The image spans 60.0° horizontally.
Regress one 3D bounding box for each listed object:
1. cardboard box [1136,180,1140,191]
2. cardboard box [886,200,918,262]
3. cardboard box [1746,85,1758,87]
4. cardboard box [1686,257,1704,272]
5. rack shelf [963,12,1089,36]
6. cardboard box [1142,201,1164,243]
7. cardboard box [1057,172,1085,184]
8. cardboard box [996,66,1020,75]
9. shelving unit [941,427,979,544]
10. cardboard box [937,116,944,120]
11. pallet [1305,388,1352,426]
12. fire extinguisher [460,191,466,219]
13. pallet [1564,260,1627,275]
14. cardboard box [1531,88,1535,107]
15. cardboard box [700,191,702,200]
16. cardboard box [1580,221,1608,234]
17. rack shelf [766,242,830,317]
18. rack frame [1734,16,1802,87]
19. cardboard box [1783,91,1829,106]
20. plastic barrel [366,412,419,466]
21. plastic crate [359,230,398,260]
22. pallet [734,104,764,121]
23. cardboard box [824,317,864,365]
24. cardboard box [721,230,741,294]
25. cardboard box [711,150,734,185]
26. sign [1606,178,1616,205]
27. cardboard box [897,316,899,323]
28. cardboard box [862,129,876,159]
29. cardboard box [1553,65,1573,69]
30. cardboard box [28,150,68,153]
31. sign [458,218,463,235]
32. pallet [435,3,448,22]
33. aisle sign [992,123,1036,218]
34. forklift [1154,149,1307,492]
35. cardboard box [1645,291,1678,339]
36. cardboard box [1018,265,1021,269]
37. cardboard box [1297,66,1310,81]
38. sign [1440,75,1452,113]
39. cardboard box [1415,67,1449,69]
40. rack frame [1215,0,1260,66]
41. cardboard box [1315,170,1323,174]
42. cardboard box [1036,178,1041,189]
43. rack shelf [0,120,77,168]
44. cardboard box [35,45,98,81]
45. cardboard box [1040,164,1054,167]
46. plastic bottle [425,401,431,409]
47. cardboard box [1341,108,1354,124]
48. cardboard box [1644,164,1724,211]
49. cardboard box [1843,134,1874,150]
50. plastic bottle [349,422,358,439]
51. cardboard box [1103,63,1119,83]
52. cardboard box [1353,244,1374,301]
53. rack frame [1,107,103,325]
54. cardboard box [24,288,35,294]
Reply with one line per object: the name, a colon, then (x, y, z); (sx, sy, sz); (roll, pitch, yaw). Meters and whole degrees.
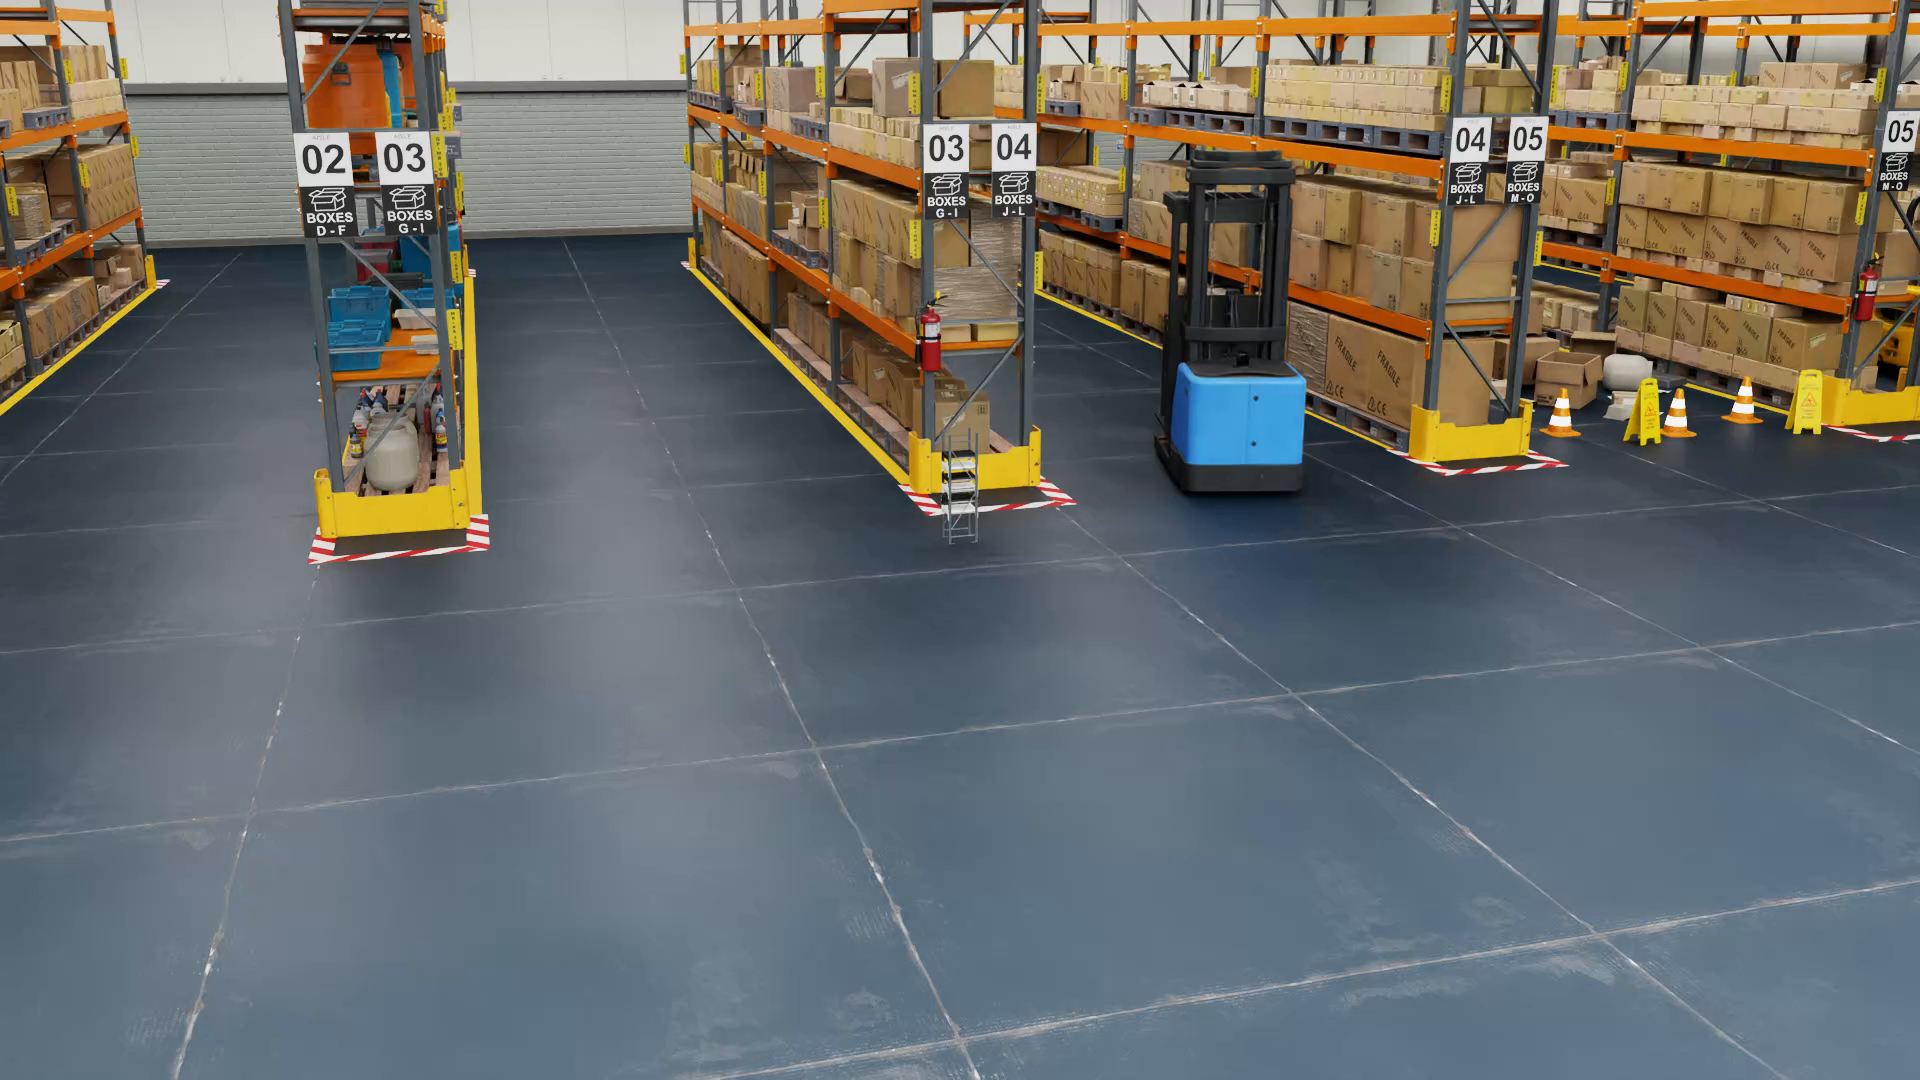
cardboard box: (2.738, -5.073, 23.800); (0.380, 0.149, 0.250); (-5, 17, -17)
cardboard box: (-0.375, -2.853, 15.307); (0.500, 0.500, 0.500); (-5, 17, -15)
cardboard box: (12.062, -6.756, 25.019); (0.380, 0.166, 0.250); (-5, 17, -15)
cardboard box: (8.707, -3.216, 19.380); (0.380, 0.149, 0.250); (-5, 17, -15)
rack shelf: (1.106, -8.677, 27.953); (1.077, 0.370, 4.000); (-5, 17, -15)
cardboard box: (2.762, -4.252, 22.220); (0.500, 0.500, 0.500); (-5, 17, -16)
cardboard box: (1.678, -5.460, 25.086); (0.380, 0.149, 0.250); (-4, 17, -13)
cardboard box: (0.825, -7.959, 28.218); (0.380, 0.149, 0.250); (-4, 17, -13)
shelving unit: (-0.002, -0.433, 13.330); (0.258, 0.900, 0.210); (-5, 17, -15)
cardboard box: (-0.021, -3.926, 15.661); (0.380, 0.149, 0.250); (-6, 18, -18)
pallet: (4.327, -1.494, 18.058); (1.003, 0.211, 1.213); (-5, 17, -15)
fire extinguisher: (-8.607, -5.809, 28.361); (0.296, 0.674, 0.183); (-5, 17, -15)
pallet: (11.419, -4.852, 29.238); (1.003, 0.211, 1.213); (-5, 17, -15)
cardboard box: (7.934, -5.976, 22.739); (0.797, 0.503, 0.637); (-5, 17, -15)
cardboard box: (-4.175, -5.810, 28.018); (0.380, 0.149, 0.250); (-5, 17, -16)
cardboard box: (8.179, -4.005, 21.276); (0.380, 0.149, 0.250); (-4, 17, -14)
rack shelf: (-1.492, -3.228, 20.236); (1.077, 0.370, 4.000); (-5, 17, -15)
rack frame: (12.259, -8.176, 25.029); (1.000, 3.000, 0.127); (-5, 17, -15)
cardboard box: (9.106, -4.751, 17.892); (0.380, 0.149, 0.250); (-5, 17, -15)
plastic barrel: (-4.997, -0.846, 14.649); (0.421, 0.512, 0.421); (0, 17, 0)
plastic crate: (-6.654, -3.294, 19.093); (0.402, 0.464, 0.583); (-5, 17, -15)
pallet: (-2.580, -5.955, 23.178); (1.003, 0.211, 1.213); (-4, 17, -13)
cardboard box: (-1.203, -2.338, 19.602); (0.700, 0.500, 0.500); (-5, 17, -16)
cardboard box: (-2.946, -4.241, 25.319); (1.225, 0.875, 0.875); (-5, 17, -15)
cardboard box: (-3.658, -5.907, 26.344); (0.500, 0.500, 0.500); (-5, 17, -15)
sign: (8.054, -4.313, 20.583); (0.100, 0.325, 0.005); (-5, 17, -15)
cardboard box: (-0.389, -2.133, 15.774); (0.380, 0.149, 0.250); (-5, 17, -15)
cardboard box: (-0.636, -3.810, 15.970); (0.500, 0.250, 0.500); (-5, 17, -16)
cardboard box: (10.789, -8.277, 29.453); (0.500, 0.250, 0.500); (-5, 17, -15)
cardboard box: (-13.473, -5.517, 24.692); (0.500, 0.500, 0.500); (-5, 17, -16)
sign: (-6.277, -3.858, 20.799); (0.100, 0.325, 0.005); (-5, 17, -15)
pallet: (-6.972, -6.528, 20.565); (1.213, 0.211, 1.003); (-5, 17, -15)
aisle sign: (0.463, -3.165, 14.255); (0.394, 0.787, 0.004); (-5, 17, -15)
forklift: (2.478, -2.197, 15.671); (1.130, 2.935, 3.031); (0, 17, -1)
cardboard box: (8.647, -2.715, 20.022); (0.500, 0.500, 0.500); (-4, 17, -13)
cardboard box: (1.095, -4.661, 27.979); (0.380, 0.149, 0.250); (-5, 18, -17)
cardboard box: (3.838, -4.993, 17.792); (0.380, 0.149, 0.250); (-5, 17, -16)
sign: (4.428, -4.061, 15.142); (0.100, 0.325, 0.005); (-5, 17, -15)
cardboard box: (4.820, -4.694, 16.797); (0.380, 0.149, 0.250); (-5, 17, -16)
rack frame: (5.288, -9.996, 31.086); (1.000, 3.000, 0.127); (-5, 17, -15)
cardboard box: (6.238, -6.040, 27.736); (0.500, 0.250, 0.500); (-5, 17, -17)
cardboard box: (1.395, -5.603, 26.081); (0.380, 0.149, 0.250); (-5, 17, -16)
rack shelf: (-12.117, -4.989, 20.884); (1.077, 0.370, 4.000); (-5, 17, -15)
cardboard box: (-13.313, -7.105, 24.764); (0.700, 0.500, 0.500); (-5, 17, -15)
cardboard box: (1.251, -5.899, 27.184); (0.500, 0.500, 0.500); (-5, 17, -15)
plastic bottle: (-5.200, -1.225, 16.273); (0.061, 0.283, 0.133); (-5, 17, -15)
cardboard box: (4.118, -4.330, 16.971); (0.380, 0.149, 0.250); (-4, 17, -15)
cardboard box: (8.618, -4.191, 19.760); (0.700, 0.500, 0.500); (-5, 17, -15)
cardboard box: (9.319, -4.090, 17.075); (0.380, 0.149, 0.250); (-5, 17, -15)
plastic bottle: (-5.581, -0.936, 15.310); (0.061, 0.283, 0.133); (-4, 17, -14)
cardboard box: (2.239, -6.573, 23.403); (0.396, 0.266, 0.258); (-5, 17, -15)
cardboard box: (4.603, -2.764, 17.178); (0.875, 0.550, 0.550); (-5, 17, -15)
rack frame: (-12.667, -4.450, 23.054); (1.000, 3.000, 0.127); (-5, 17, -15)
cardboard box: (-12.481, -3.025, 21.890); (0.500, 0.500, 0.500); (-4, 17, -15)
